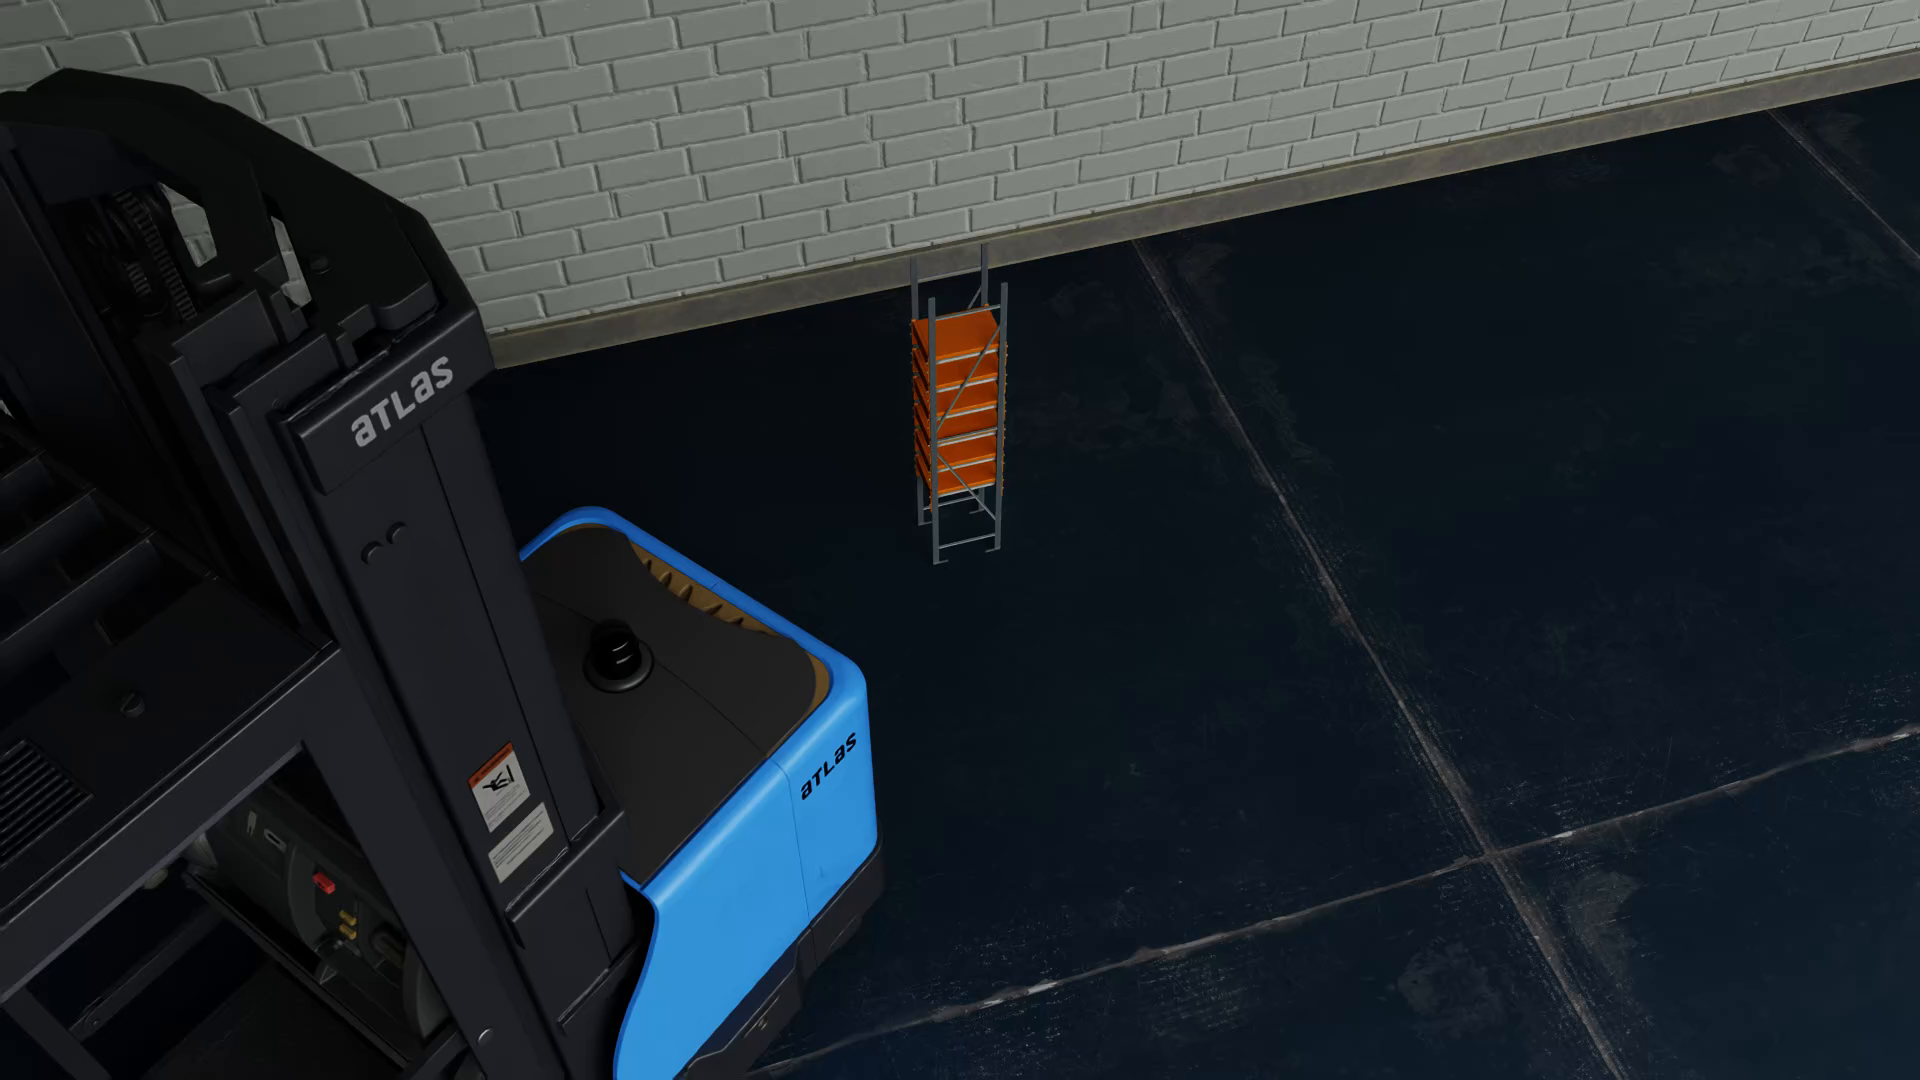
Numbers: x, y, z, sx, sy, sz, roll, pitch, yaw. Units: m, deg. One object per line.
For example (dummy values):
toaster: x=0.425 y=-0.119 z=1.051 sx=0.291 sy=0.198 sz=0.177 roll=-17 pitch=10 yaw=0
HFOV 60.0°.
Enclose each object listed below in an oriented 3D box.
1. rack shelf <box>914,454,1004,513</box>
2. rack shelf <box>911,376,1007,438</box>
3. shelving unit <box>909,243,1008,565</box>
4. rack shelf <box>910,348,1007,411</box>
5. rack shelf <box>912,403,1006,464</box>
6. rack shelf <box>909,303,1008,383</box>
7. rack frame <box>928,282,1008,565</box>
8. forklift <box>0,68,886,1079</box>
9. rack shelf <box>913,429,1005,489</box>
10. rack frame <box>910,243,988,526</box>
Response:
rack shelf: x=-0.004 y=-0.214 z=5.518 sx=0.258 sy=0.103 sz=0.180 roll=-13 pitch=51 yaw=-11
rack shelf: x=-0.004 y=-0.446 z=5.242 sx=0.258 sy=0.103 sz=0.180 roll=-13 pitch=51 yaw=-11
shelving unit: x=-0.004 y=-0.397 z=5.300 sx=0.258 sy=1.200 sz=0.189 roll=-13 pitch=51 yaw=-11
rack shelf: x=-0.004 y=-0.523 z=5.151 sx=0.258 sy=0.103 sz=0.180 roll=-13 pitch=51 yaw=-11
rack shelf: x=-0.004 y=-0.369 z=5.334 sx=0.258 sy=0.103 sz=0.180 roll=-13 pitch=51 yaw=-11
rack shelf: x=-0.004 y=-0.601 z=5.059 sx=0.258 sy=0.103 sz=0.180 roll=-13 pitch=51 yaw=-11
rack frame: x=0.023 y=-0.330 z=5.244 sx=0.240 sy=1.200 sz=0.006 roll=-13 pitch=51 yaw=-11
forklift: x=-1.497 y=0.755 z=3.196 sx=1.130 sy=2.935 sz=3.031 roll=30 pitch=56 yaw=23
rack shelf: x=-0.004 y=-0.291 z=5.426 sx=0.258 sy=0.103 sz=0.180 roll=-13 pitch=51 yaw=-11
rack frame: x=-0.031 y=-0.464 z=5.357 sx=0.240 sy=1.200 sz=0.006 roll=-13 pitch=51 yaw=-11
